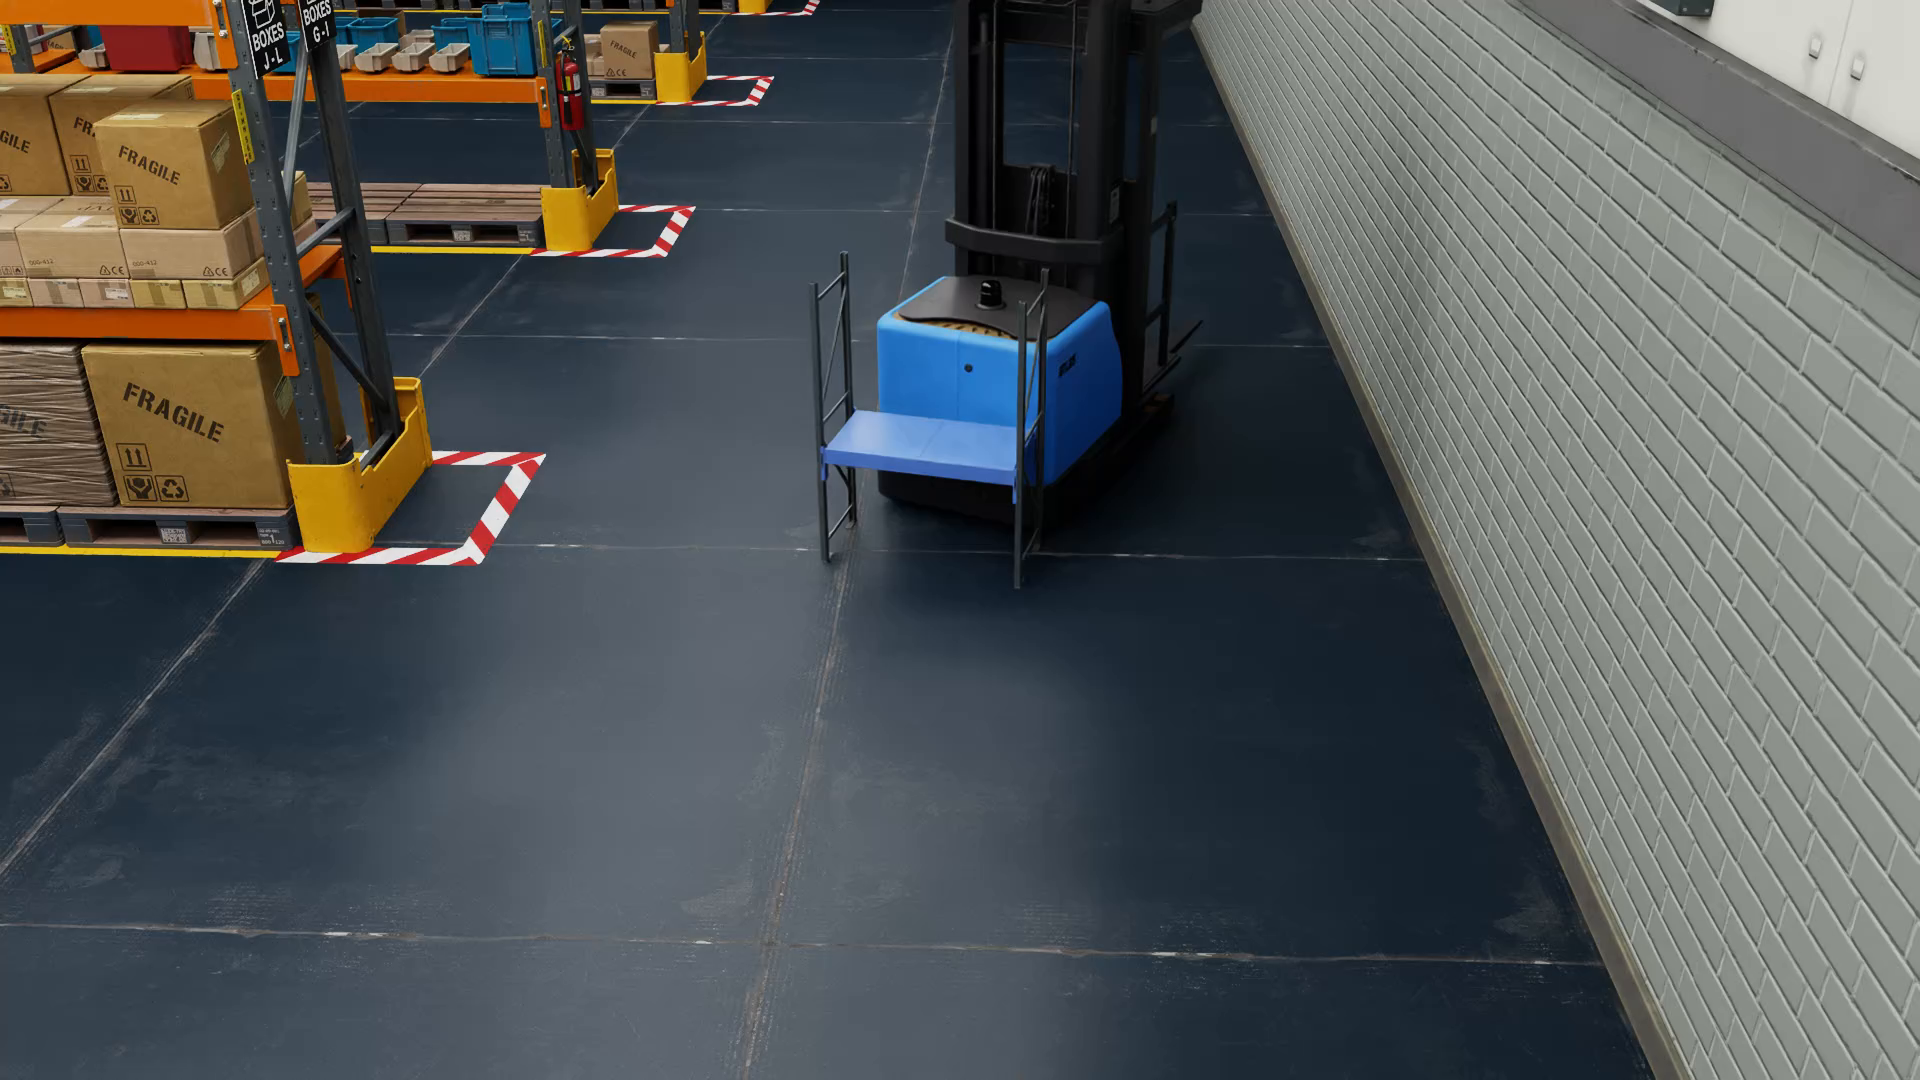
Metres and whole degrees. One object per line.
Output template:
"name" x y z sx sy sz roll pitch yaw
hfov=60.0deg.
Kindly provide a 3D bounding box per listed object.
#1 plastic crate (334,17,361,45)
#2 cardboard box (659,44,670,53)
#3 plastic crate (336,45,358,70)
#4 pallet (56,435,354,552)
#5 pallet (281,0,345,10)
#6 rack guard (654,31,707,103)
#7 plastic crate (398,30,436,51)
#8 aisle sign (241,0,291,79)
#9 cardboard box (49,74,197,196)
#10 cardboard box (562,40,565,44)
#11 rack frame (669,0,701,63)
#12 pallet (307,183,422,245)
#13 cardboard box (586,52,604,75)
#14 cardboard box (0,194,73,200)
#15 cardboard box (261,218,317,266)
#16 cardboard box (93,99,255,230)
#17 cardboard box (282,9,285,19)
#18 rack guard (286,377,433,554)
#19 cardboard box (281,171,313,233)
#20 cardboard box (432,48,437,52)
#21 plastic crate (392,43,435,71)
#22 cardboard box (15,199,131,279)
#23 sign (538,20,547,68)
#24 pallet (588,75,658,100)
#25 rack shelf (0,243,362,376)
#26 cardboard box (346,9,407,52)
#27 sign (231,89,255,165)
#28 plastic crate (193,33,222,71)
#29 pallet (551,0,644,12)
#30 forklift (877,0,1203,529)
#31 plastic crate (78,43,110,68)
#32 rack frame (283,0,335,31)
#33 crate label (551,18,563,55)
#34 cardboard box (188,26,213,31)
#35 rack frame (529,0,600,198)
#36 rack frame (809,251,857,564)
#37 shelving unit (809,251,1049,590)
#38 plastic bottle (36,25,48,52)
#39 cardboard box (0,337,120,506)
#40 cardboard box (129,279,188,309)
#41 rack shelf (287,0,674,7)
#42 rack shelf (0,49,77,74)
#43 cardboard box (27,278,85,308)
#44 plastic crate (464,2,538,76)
"plastic crate" -4.931 -3.987 13.184 0.300 0.233 0.416 1 28 2
"cardboard box" -3.308 -5.271 18.065 0.250 0.149 0.380 1 28 2
"plastic crate" -4.766 -3.690 12.725 0.250 0.136 0.298 1 28 2
"pallet" -4.057 -0.276 9.046 1.213 0.211 1.003 1 28 2
"pallet" -8.724 -7.318 22.329 1.213 0.211 1.003 1 28 2
"rack guard" -2.977 -5.065 17.772 0.348 0.500 1.175 1 28 2
"plastic crate" -4.311 -3.973 13.261 0.298 0.136 0.250 1 28 2
"aisle sign" -3.193 -2.539 7.561 0.004 0.787 0.394 1 28 2
"cardboard box" -4.225 -2.071 8.496 0.500 0.500 0.500 0 28 1
"cardboard box" -4.434 -5.306 18.023 0.500 0.250 0.500 1 28 2
"rack frame" -2.901 -6.169 17.184 0.127 3.000 1.000 1 28 2
"pallet" -5.119 -2.671 13.564 1.213 0.211 1.003 1 28 2
"cardboard box" -3.855 -5.054 17.636 0.250 0.166 0.380 1 28 2
"cardboard box" -4.747 -1.747 8.685 0.500 0.250 0.500 0 28 0
"cardboard box" -3.598 -1.581 8.798 0.250 0.149 0.380 1 28 2
"cardboard box" -3.751 -1.813 8.010 0.500 0.500 0.500 1 28 2
"cardboard box" -7.374 -5.447 18.021 0.500 0.500 0.500 0 28 -1
"rack guard" -3.231 -0.427 9.021 0.348 0.500 1.175 1 28 2
"cardboard box" -3.725 -1.731 8.656 0.500 0.250 0.500 0 28 0
"cardboard box" -5.570 -5.352 18.045 0.500 0.311 0.500 1 28 2
"plastic crate" -4.190 -3.700 12.745 0.243 0.136 0.396 1 28 2
"cardboard box" -4.255 -1.489 8.199 0.500 0.250 0.500 0 28 1
"sign" -3.083 -3.664 12.286 0.005 0.325 0.100 1 28 2
"pallet" -3.774 -4.950 17.863 1.213 0.211 1.003 1 28 2
"rack shelf" -5.253 -1.247 8.668 4.000 0.370 1.077 1 28 2
"cardboard box" -6.319 -5.448 18.024 0.500 0.500 0.500 1 28 2
"sign" -3.288 -1.894 7.631 0.005 0.325 0.100 1 28 2
"plastic crate" -5.558 -3.779 12.738 0.530 0.282 0.437 1 28 2
"pallet" -4.748 -7.253 22.207 1.213 0.211 1.003 1 28 2
"forklift" 0.652 -2.017 9.425 1.130 2.935 3.031 13 31 23
"plastic crate" -6.617 -3.752 12.842 0.243 0.136 0.396 1 28 2
"rack frame" -6.899 -6.235 17.309 0.127 3.000 1.000 1 28 2
"crate label" -3.315 -3.961 13.134 0.303 0.233 0.416 1 28 2
"cardboard box" -7.896 -5.211 17.576 0.500 0.500 0.500 1 28 2
"rack frame" -3.080 -3.850 12.810 0.127 3.000 1.000 1 28 2
"rack frame" -0.633 -0.654 8.383 0.032 1.500 0.500 7 29 13
"shelving unit" -0.142 -0.592 8.266 1.048 1.500 0.538 7 29 13
"plastic bottle" -7.429 -4.070 13.350 0.133 0.283 0.061 1 28 2
"cardboard box" -4.807 -0.767 8.814 0.875 0.875 0.875 1 28 2
"cardboard box" -3.882 -1.276 8.223 0.250 0.149 0.380 1 28 2
"rack shelf" -4.900 -5.884 17.415 4.000 0.370 1.077 1 28 2
"rack shelf" -9.076 -3.631 13.166 4.000 0.370 1.077 1 28 2
"cardboard box" -4.383 -1.285 8.240 0.250 0.149 0.380 1 28 3
"plastic crate" -3.421 -3.810 12.633 0.499 0.435 0.616 1 28 2
